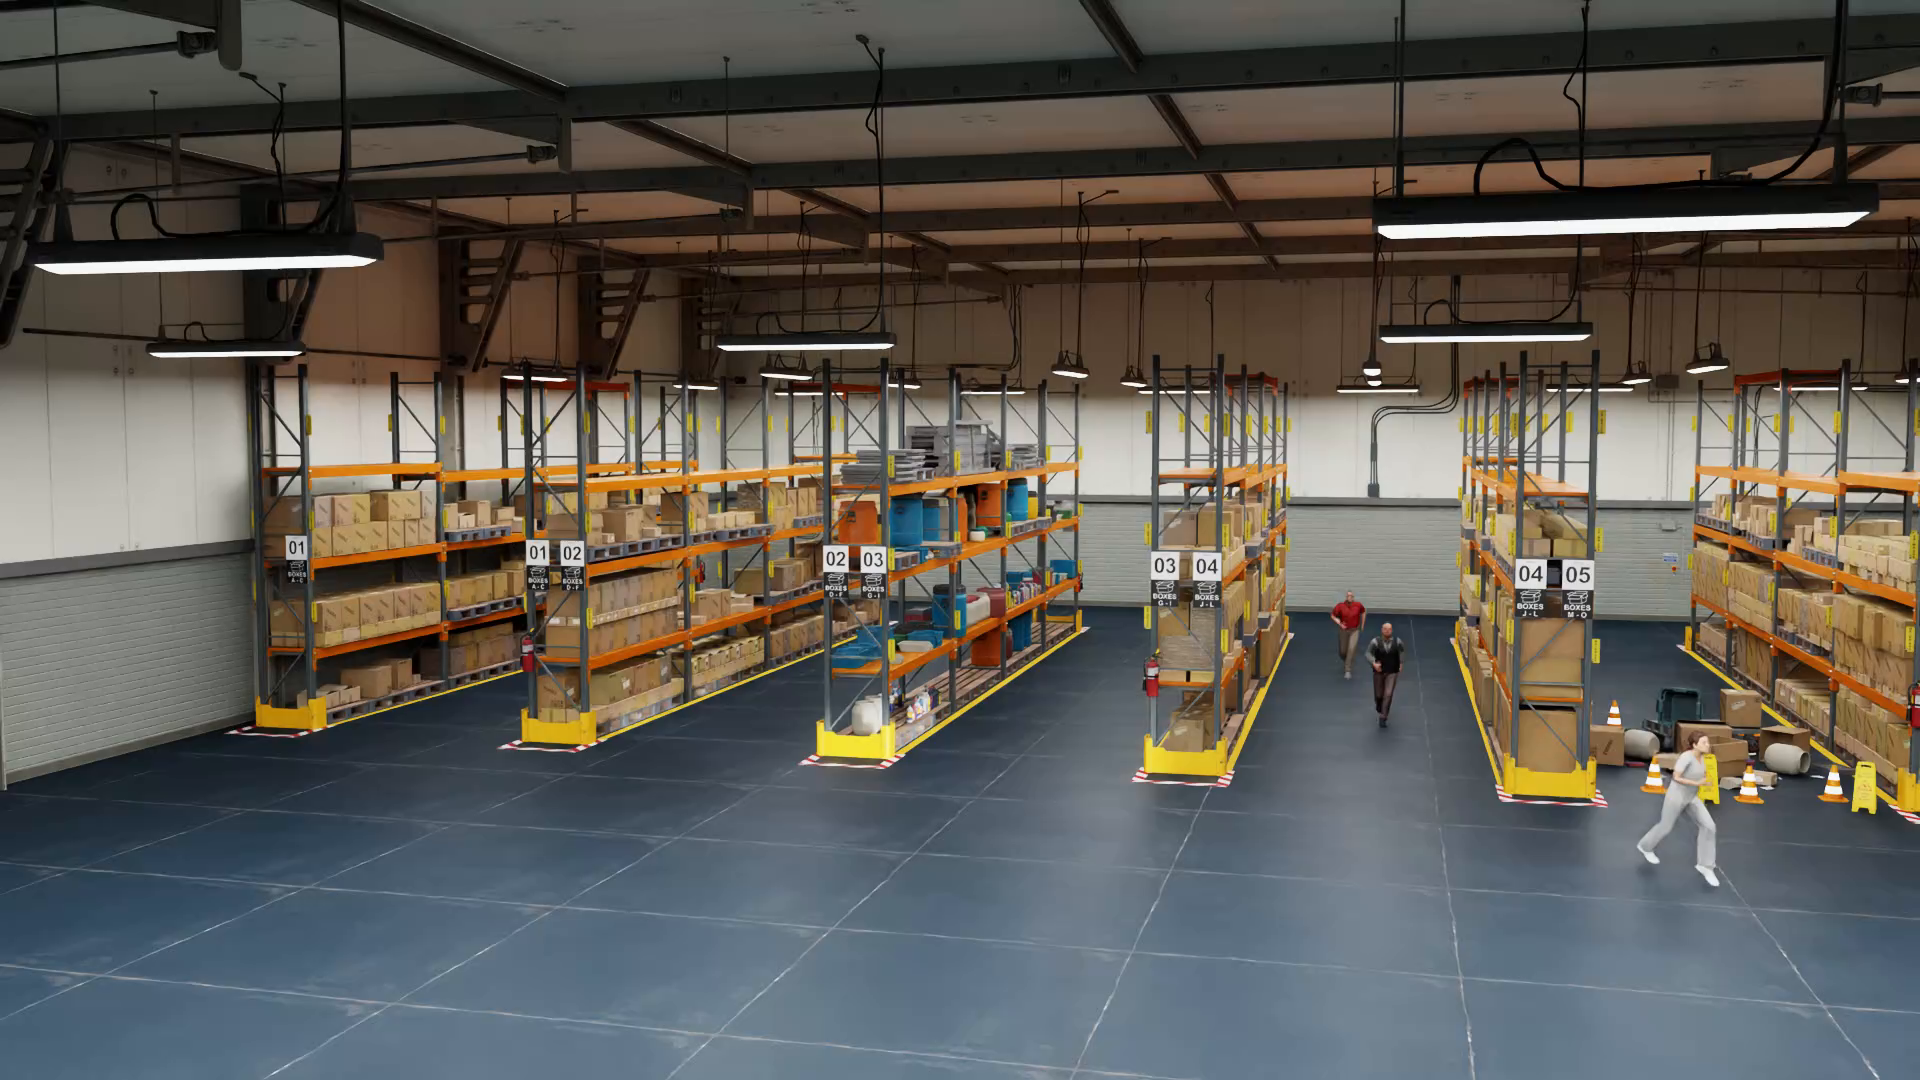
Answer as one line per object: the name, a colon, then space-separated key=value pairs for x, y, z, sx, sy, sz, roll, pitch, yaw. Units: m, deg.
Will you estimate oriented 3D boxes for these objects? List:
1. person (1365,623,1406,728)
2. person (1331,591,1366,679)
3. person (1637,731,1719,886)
person: x=7.149 y=2.275 z=27.940 sx=0.683 sy=1.638 sz=0.897 roll=1 pitch=4 yaw=10
person: x=7.759 y=1.866 z=33.223 sx=0.686 sy=1.725 sz=0.991 roll=1 pitch=4 yaw=9
person: x=7.978 y=2.914 z=18.466 sx=0.567 sy=1.671 sz=1.012 roll=-2 pitch=4 yaw=-28
